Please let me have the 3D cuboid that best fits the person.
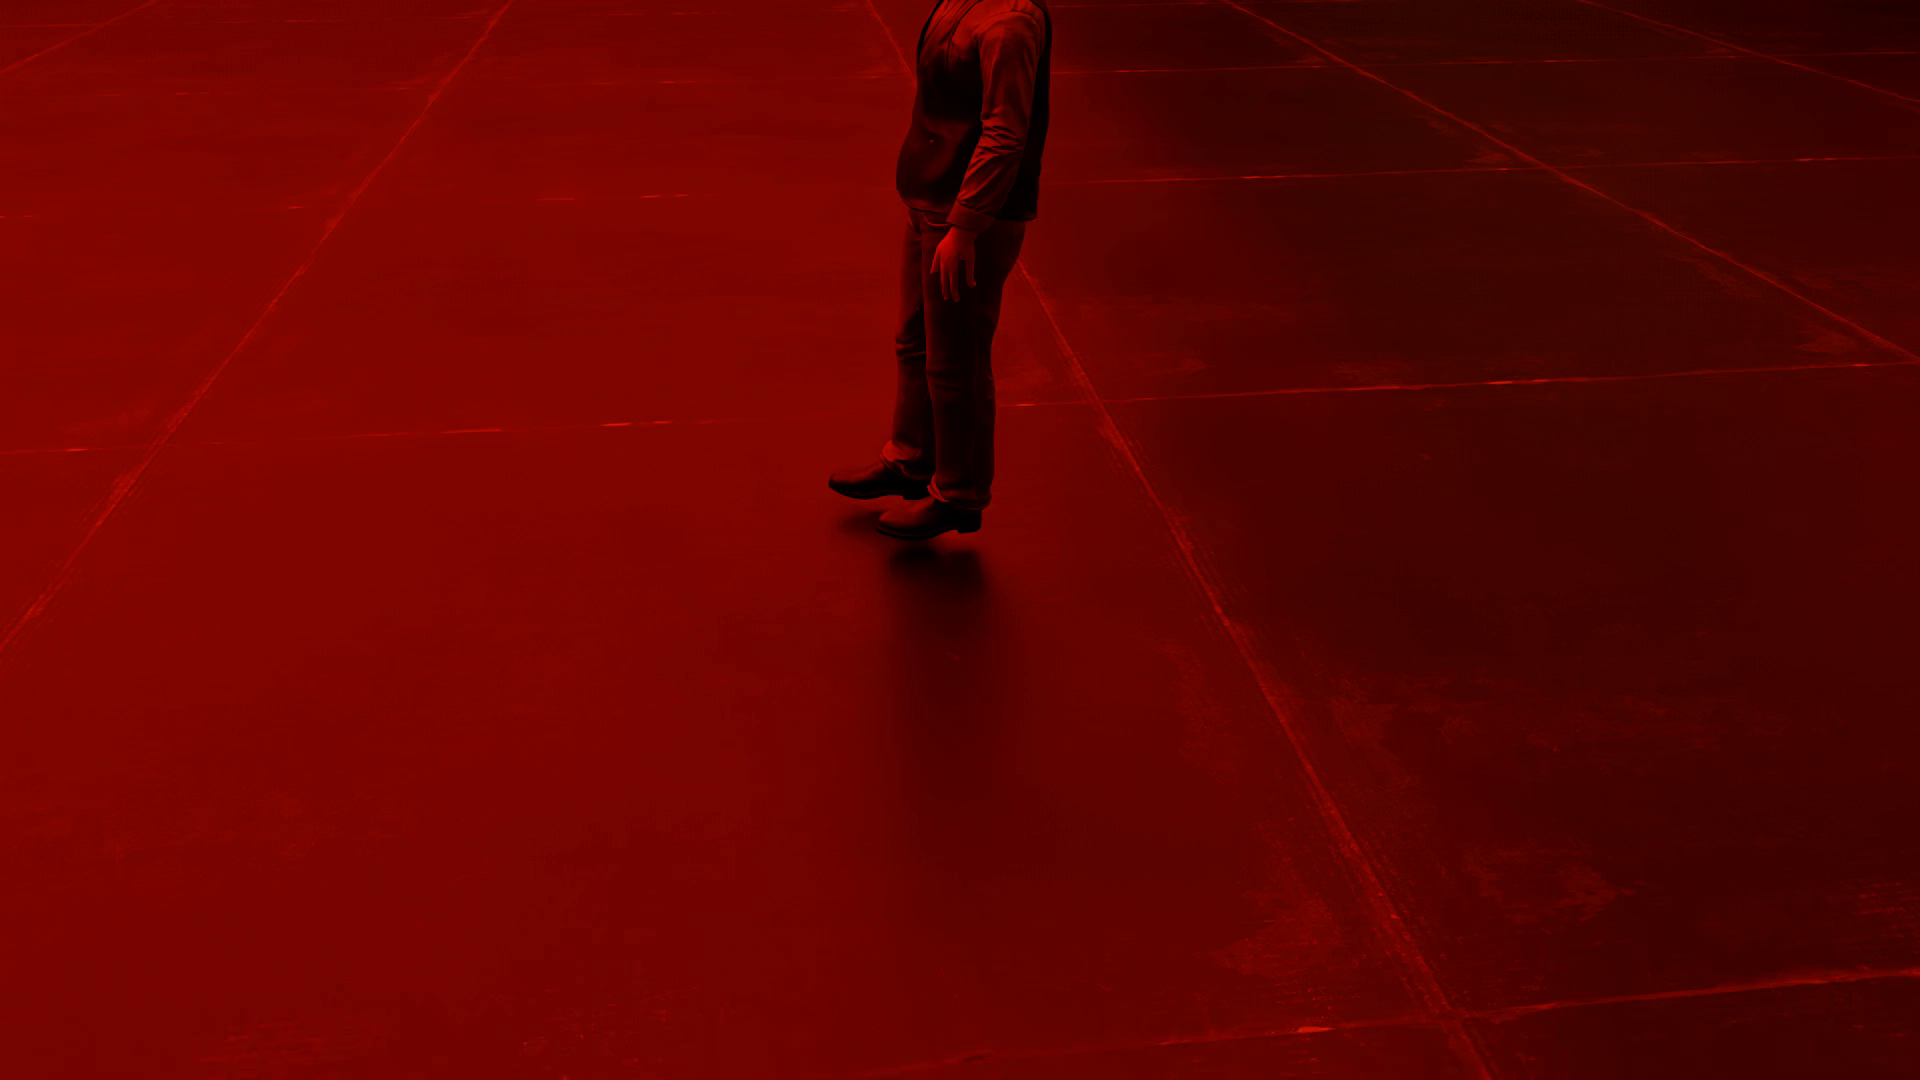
[{"bbox_3d":[-0.062,-0.818,4.212,0.568,1.720,0.632,-3,26,-7],"label":"person"}]
